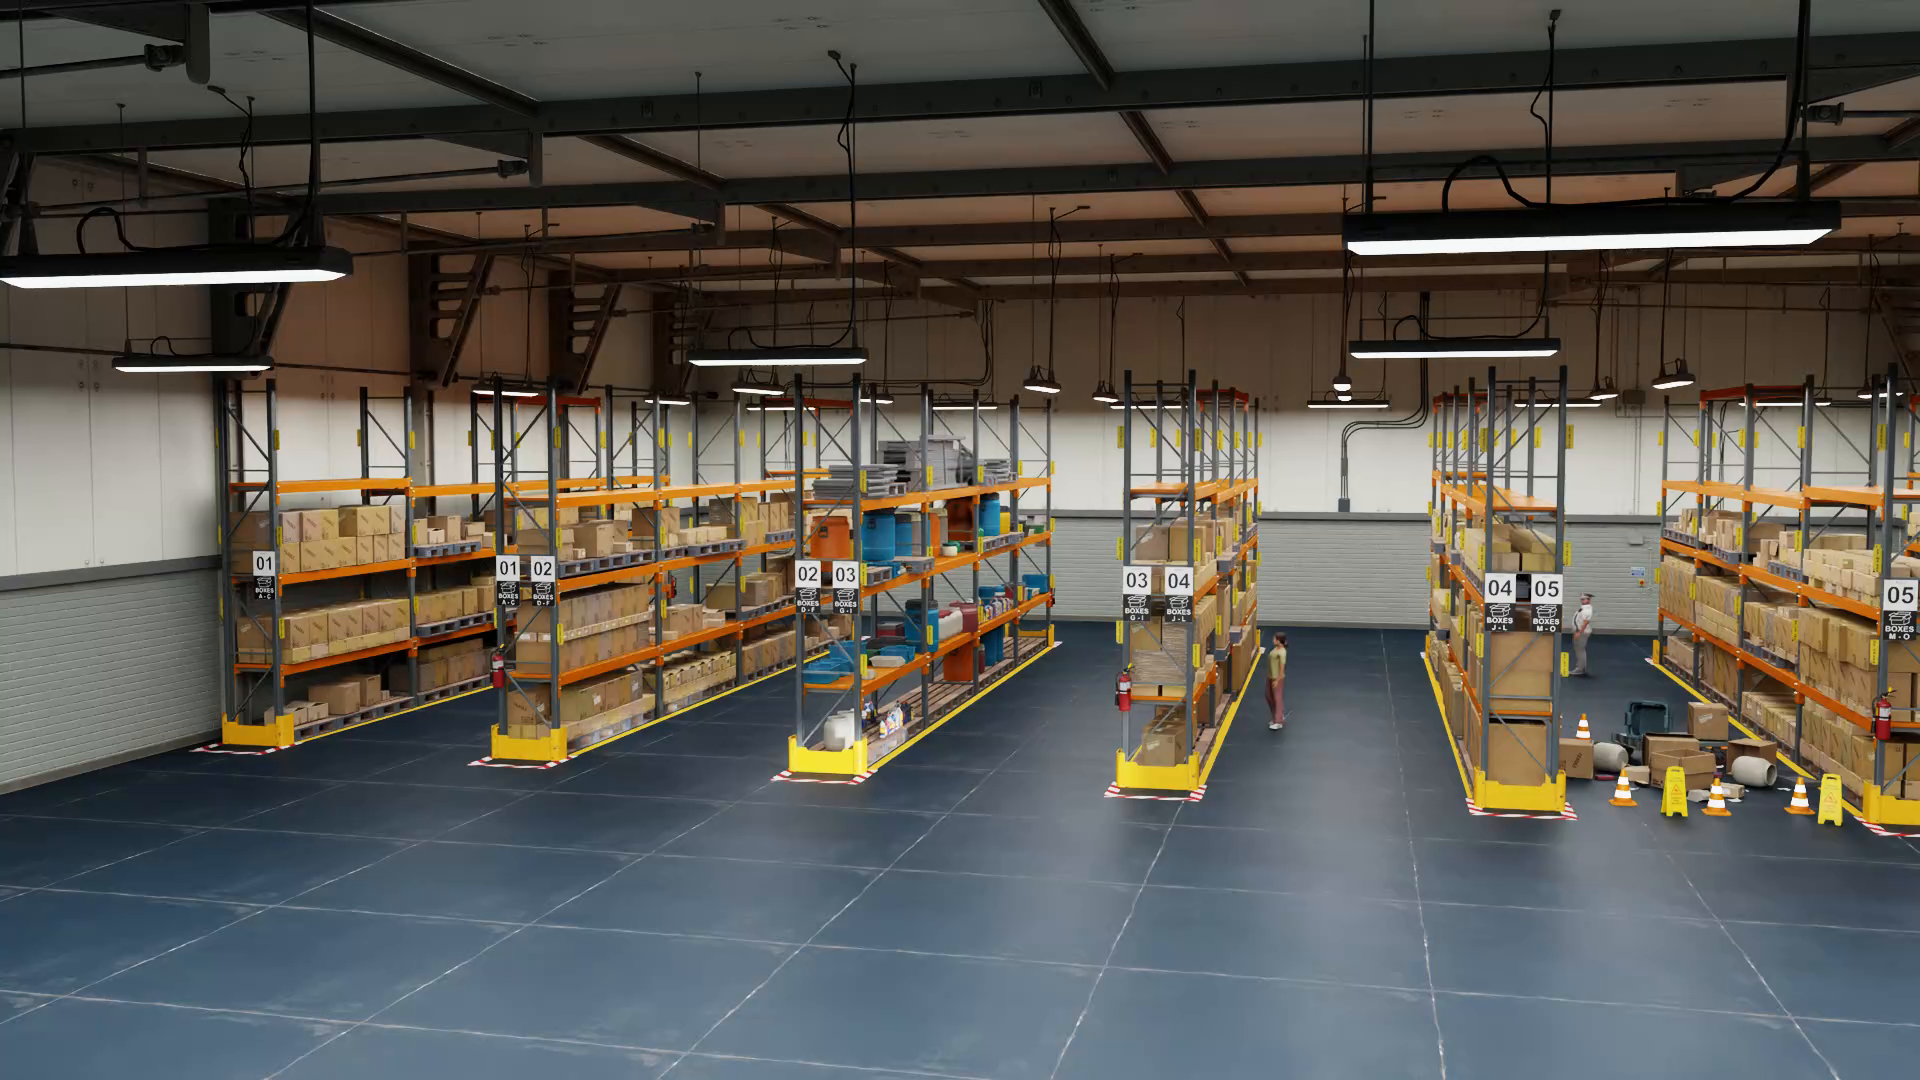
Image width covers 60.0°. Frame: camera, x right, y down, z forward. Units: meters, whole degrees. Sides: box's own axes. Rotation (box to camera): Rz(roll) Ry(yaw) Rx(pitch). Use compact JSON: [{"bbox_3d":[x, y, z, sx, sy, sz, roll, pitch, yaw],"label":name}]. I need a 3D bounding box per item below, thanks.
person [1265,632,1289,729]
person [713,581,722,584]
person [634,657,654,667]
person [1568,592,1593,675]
[{"bbox_3d":[5.506,2.501,28.961,0.401,1.579,0.558,-1,4,-12],"label":"person"},{"bbox_3d":[-5.684,1.825,39.037,0.654,1.735,0.804,1,4,16],"label":"person"},{"bbox_3d":[-6.666,2.034,34.792,0.620,1.784,0.479,-3,4,-40],"label":"person"},{"bbox_3d":[13.239,2.018,35.458,0.497,1.802,0.607,2,4,29],"label":"person"}]
